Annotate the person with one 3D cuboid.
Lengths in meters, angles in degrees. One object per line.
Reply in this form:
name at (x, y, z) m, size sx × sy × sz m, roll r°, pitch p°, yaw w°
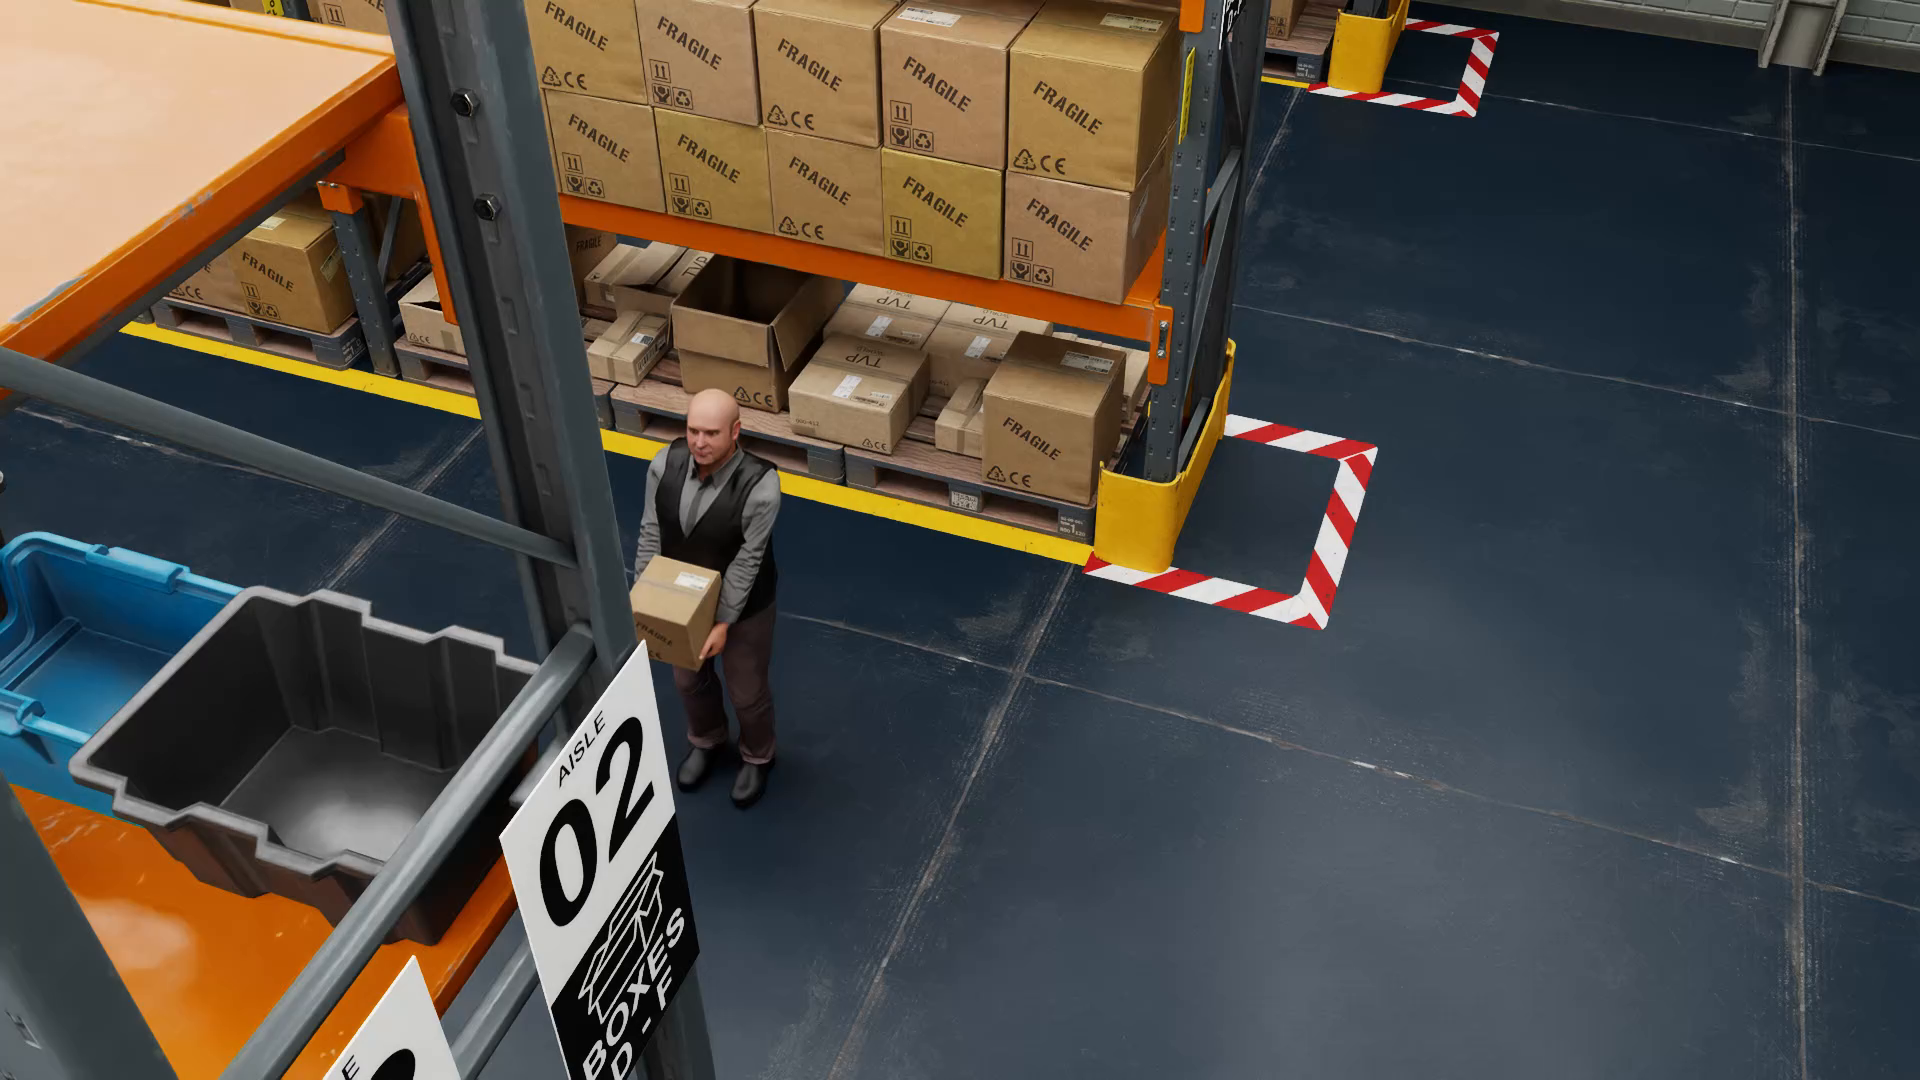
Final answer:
person at (-0.872, 0.230, 5.911) m, size 0.536 × 1.727 × 0.513 m, roll 13°, pitch 43°, yaw 14°
